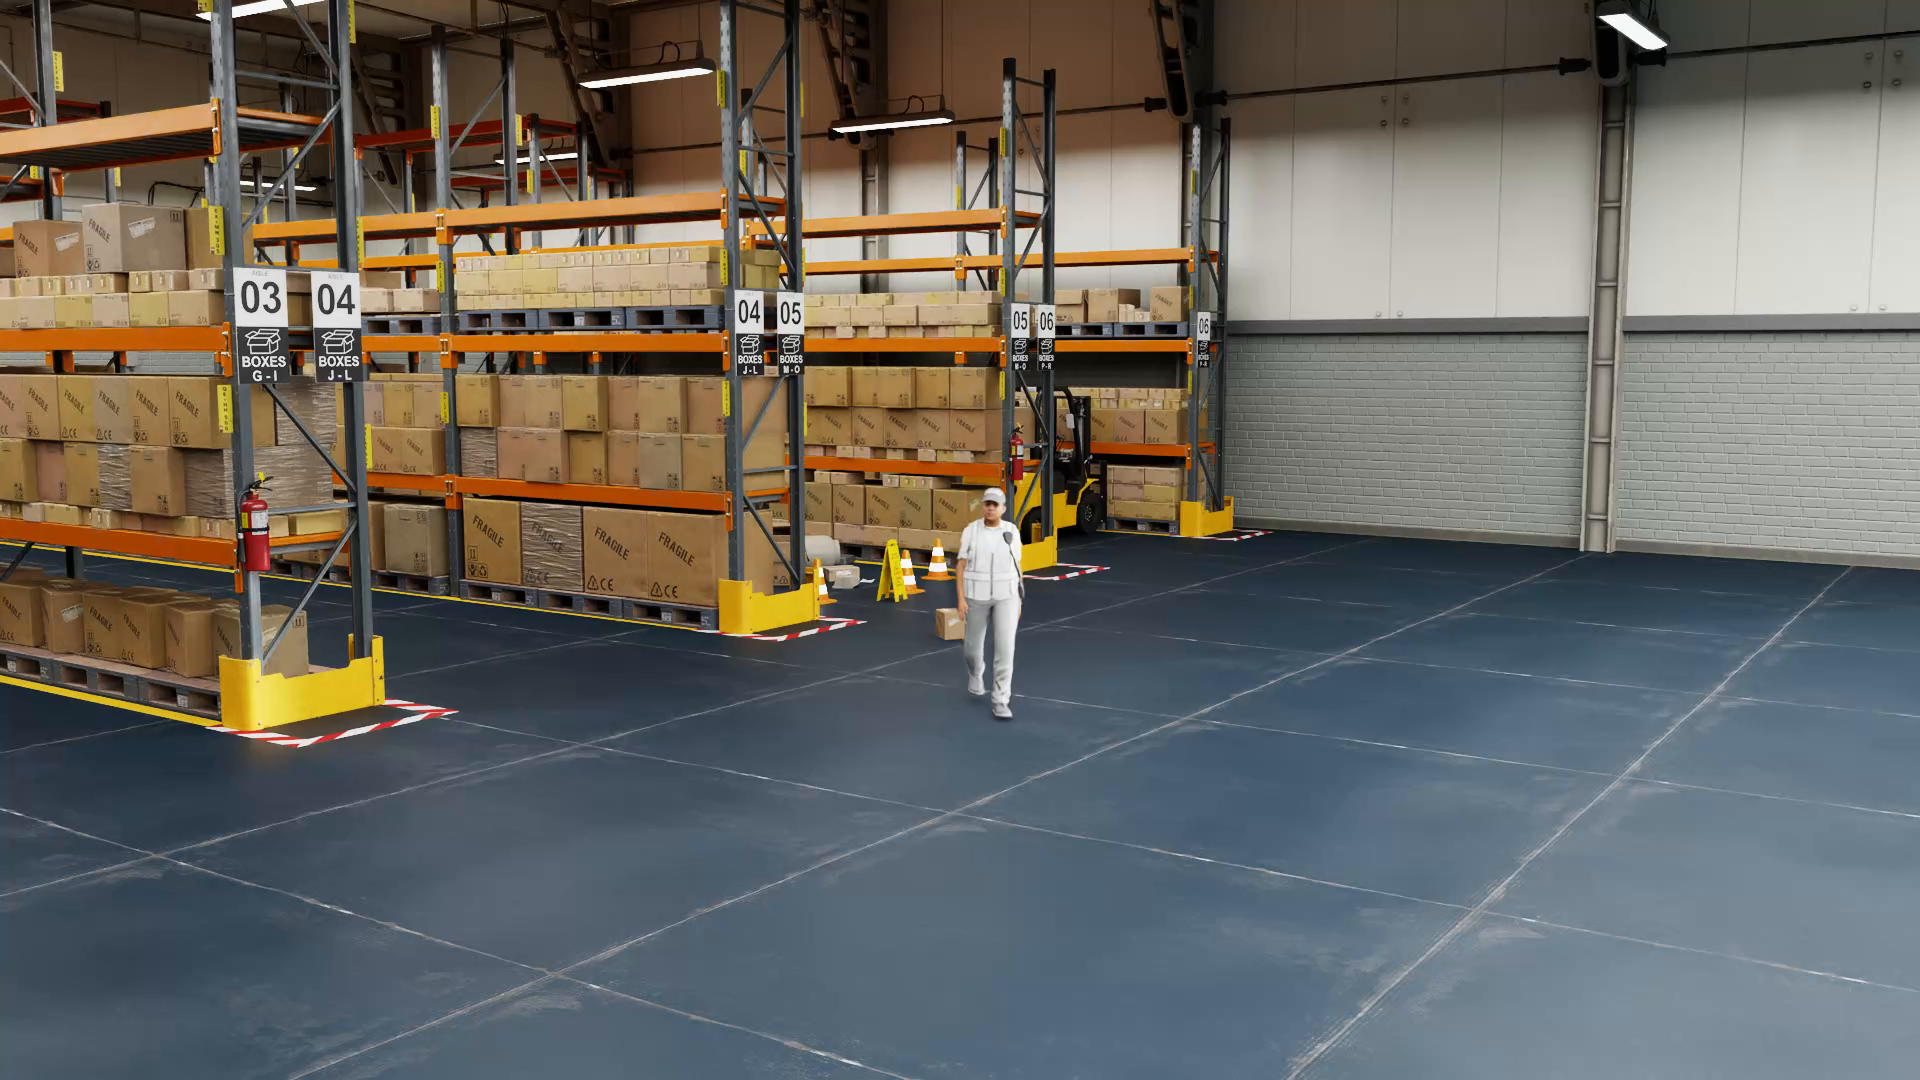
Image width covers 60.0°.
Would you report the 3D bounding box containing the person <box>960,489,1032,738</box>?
[{"bbox_3d":[0.252,0.493,11.650,0.504,1.688,0.763,0,6,0],"label":"person"}]
